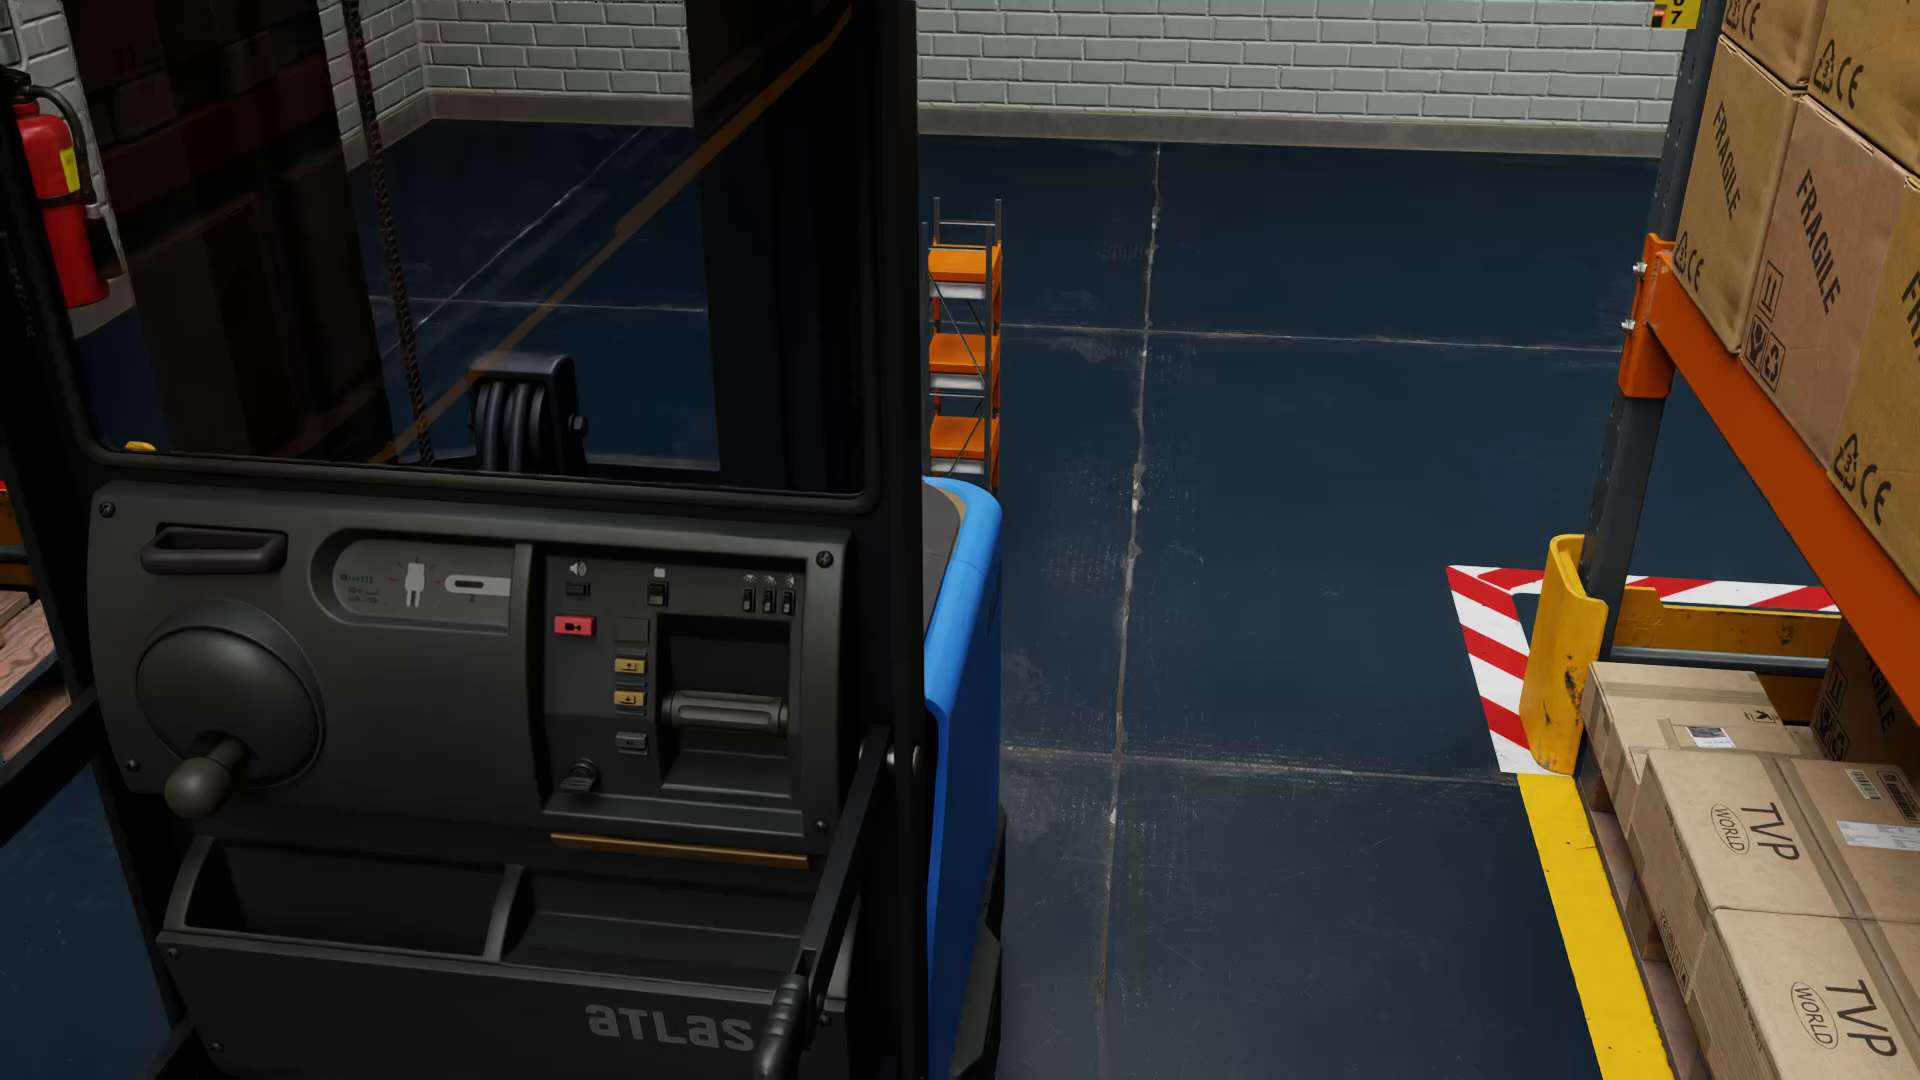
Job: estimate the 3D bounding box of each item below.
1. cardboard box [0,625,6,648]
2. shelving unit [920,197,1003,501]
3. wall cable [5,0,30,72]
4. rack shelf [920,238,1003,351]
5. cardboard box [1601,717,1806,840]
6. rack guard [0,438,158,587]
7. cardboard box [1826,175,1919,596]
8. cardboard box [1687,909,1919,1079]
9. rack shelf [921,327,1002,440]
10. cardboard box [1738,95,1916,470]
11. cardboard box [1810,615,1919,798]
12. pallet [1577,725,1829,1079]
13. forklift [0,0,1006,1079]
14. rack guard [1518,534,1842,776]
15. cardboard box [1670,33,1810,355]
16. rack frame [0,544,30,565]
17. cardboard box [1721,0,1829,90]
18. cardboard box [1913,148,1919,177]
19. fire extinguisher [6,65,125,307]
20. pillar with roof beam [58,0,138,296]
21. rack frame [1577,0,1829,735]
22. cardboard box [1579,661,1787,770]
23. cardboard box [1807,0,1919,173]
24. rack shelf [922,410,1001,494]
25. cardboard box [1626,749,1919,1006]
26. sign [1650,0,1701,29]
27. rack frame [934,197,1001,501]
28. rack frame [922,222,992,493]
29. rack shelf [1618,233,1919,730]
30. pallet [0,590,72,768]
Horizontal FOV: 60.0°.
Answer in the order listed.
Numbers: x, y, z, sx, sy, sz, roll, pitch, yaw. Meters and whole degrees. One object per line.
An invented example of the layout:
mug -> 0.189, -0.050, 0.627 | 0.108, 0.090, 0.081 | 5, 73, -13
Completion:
cardboard box -> -2.845, 0.145, 4.011 | 0.700, 0.500, 0.500 | 3, 28, 6
shelving unit -> 0.007, -0.487, 5.048 | 0.215, 1.050, 0.252 | 3, 28, 6
wall cable -> -3.640, -2.211, 5.120 | 0.084, 1.984, 1.851 | 3, 28, 6
rack shelf -> 0.007, -0.728, 4.918 | 0.215, 0.259, 0.240 | 3, 28, 6
cardboard box -> 1.636, 0.529, 3.629 | 0.380, 0.166, 0.250 | 3, 28, 6
rack guard -> -2.855, -0.017, 4.754 | 1.175, 0.500, 0.348 | 3, 28, 6
cardboard box -> 1.620, -0.191, 2.336 | 0.500, 0.500, 0.500 | 3, 28, 6
cardboard box -> 1.588, 0.907, 2.838 | 0.500, 0.250, 0.500 | 3, 28, 6
rack shelf -> 0.007, -0.478, 5.053 | 0.215, 0.259, 0.240 | 3, 28, 6
cardboard box -> 1.685, -0.427, 2.774 | 0.500, 0.500, 0.500 | 3, 28, 6
cardboard box -> 2.237, 0.357, 3.596 | 0.500, 0.500, 0.500 | 3, 28, 6
pallet -> 1.953, 0.819, 3.507 | 1.003, 0.211, 1.213 | 3, 28, 6
forklift -> -0.622, 0.197, 1.794 | 1.130, 2.935, 3.031 | 4, 29, 7
rack guard -> 2.049, 0.317, 4.135 | 1.175, 0.500, 0.348 | 3, 28, 6
cardboard box -> 1.743, -0.670, 3.226 | 0.500, 0.500, 0.500 | 4, 29, 7
rack frame -> -2.858, -1.106, 4.140 | 1.000, 3.000, 0.127 | 3, 28, 6
cardboard box -> 1.743, -1.110, 2.989 | 0.500, 0.500, 0.500 | 4, 29, 8
cardboard box -> 1.620, -0.629, 2.094 | 0.500, 0.500, 0.500 | 4, 29, 7
fire extinguisher -> -2.382, -0.952, 4.329 | 0.296, 0.674, 0.183 | 3, 28, 6
pillar with roof beam -> 0.887, -4.818, 4.705 | 9.100, 9.000, 0.400 | 3, 28, 6
rack frame -> 2.059, -0.820, 3.609 | 1.000, 3.000, 0.127 | 3, 28, 6
cardboard box -> 1.666, 0.419, 3.852 | 0.380, 0.149, 0.250 | 3, 28, 6
cardboard box -> 1.686, -0.864, 2.531 | 0.500, 0.500, 0.500 | 4, 29, 7
rack shelf -> 0.007, -0.233, 5.185 | 0.215, 0.259, 0.240 | 3, 28, 6
cardboard box -> 1.649, 0.672, 3.275 | 0.500, 0.250, 0.500 | 3, 28, 6
sign -> 1.520, -1.232, 3.462 | 0.100, 0.325, 0.005 | 3, 28, 6
rack frame -> 0.022, -0.545, 5.154 | 0.200, 1.050, 0.008 | 3, 28, 6
rack frame -> -0.008, -0.430, 4.941 | 0.200, 1.050, 0.008 | 3, 28, 6
rack shelf -> 1.814, 0.439, 2.032 | 1.077, 0.370, 4.000 | 3, 28, 6
pallet -> -2.878, 0.503, 4.094 | 1.003, 0.211, 1.213 | 3, 28, 6
